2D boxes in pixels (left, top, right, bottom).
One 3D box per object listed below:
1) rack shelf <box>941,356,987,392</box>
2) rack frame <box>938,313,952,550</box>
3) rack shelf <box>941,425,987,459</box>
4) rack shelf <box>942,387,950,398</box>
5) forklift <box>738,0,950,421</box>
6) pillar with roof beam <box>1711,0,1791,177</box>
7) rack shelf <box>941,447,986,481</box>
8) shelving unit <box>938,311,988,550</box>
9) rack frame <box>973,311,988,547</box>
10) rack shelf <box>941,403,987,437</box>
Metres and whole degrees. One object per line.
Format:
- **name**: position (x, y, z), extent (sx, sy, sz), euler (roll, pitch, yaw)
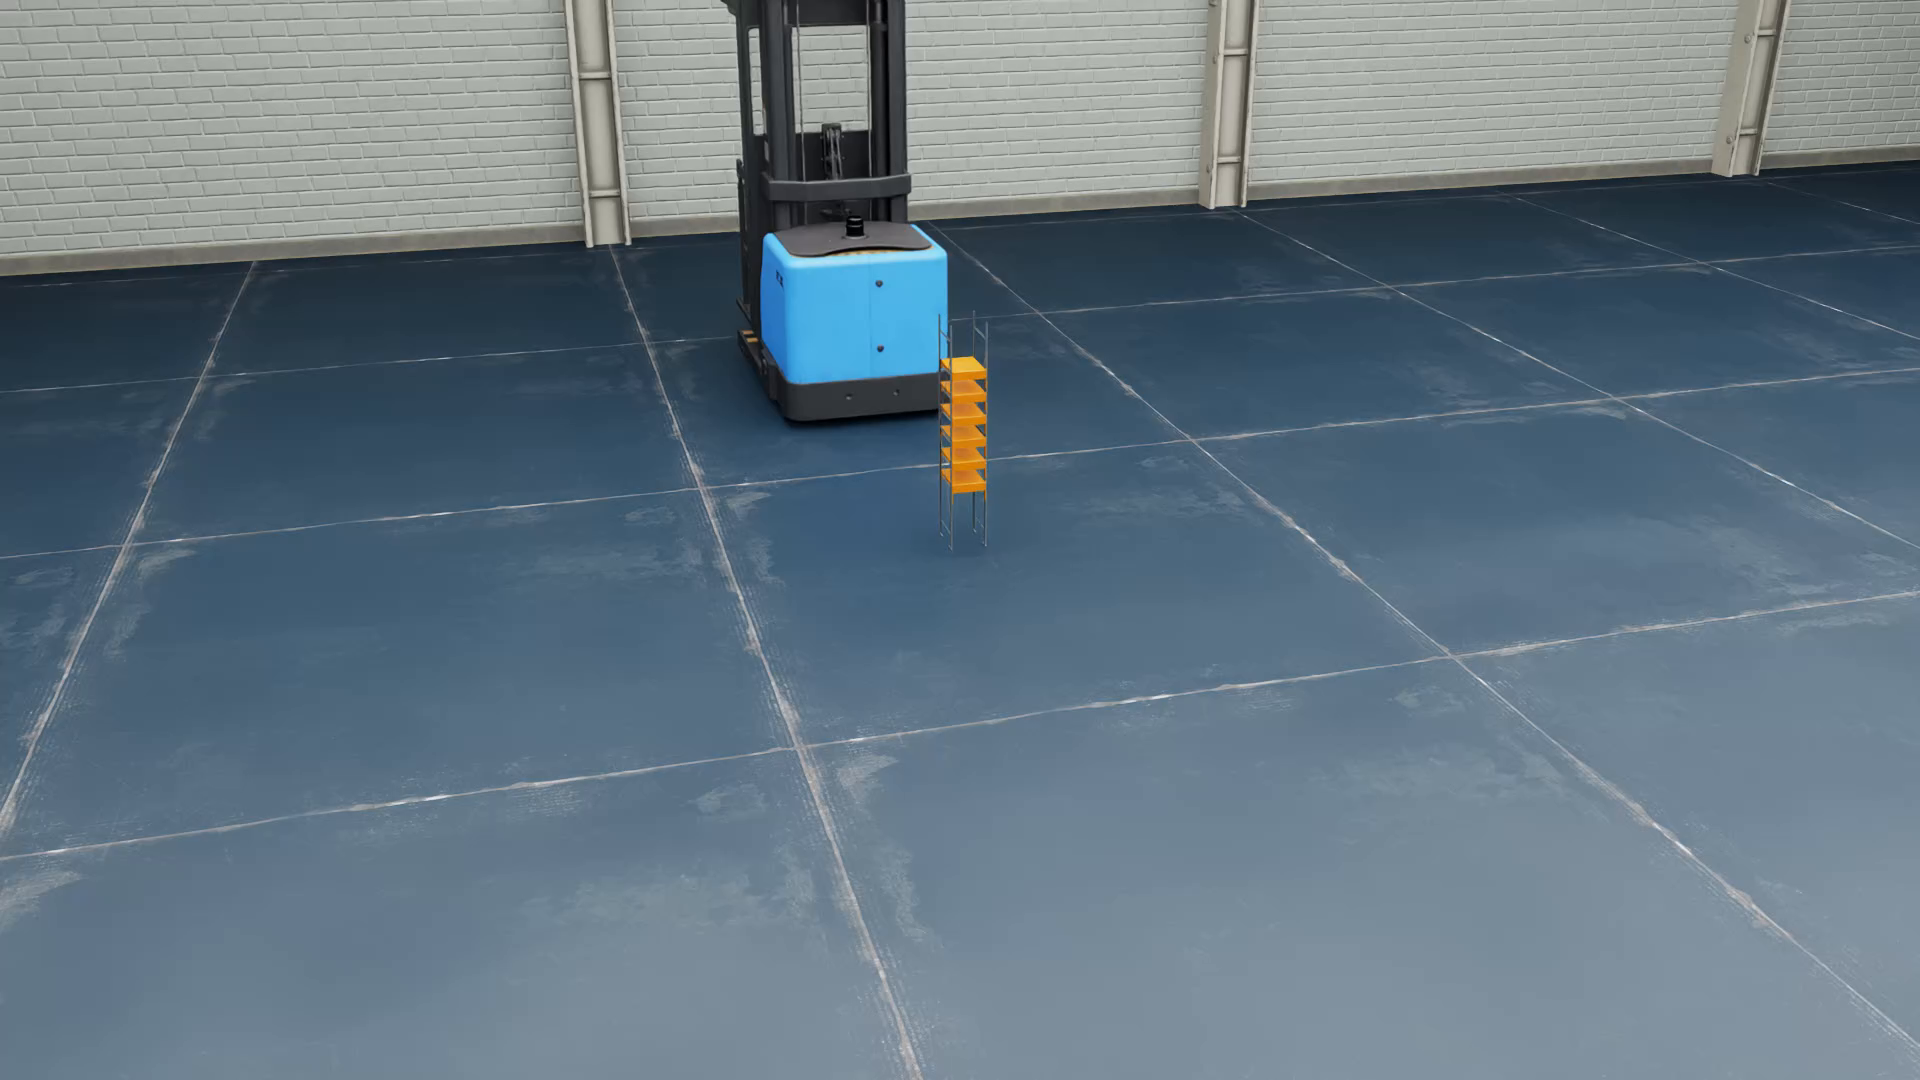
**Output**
- **rack shelf**: position (0.014, -0.843, 8.393), extent (0.180, 0.103, 0.258), euler (-6, 24, -14)
- **rack frame**: position (-0.074, -0.543, 8.494), extent (0.006, 1.200, 0.240), euler (-6, 24, -14)
- **rack shelf**: position (0.014, -0.512, 8.535), extent (0.180, 0.103, 0.258), euler (-6, 24, -14)
- **rack shelf**: position (0.014, -0.751, 8.432), extent (0.166, 0.020, 0.199), euler (-6, 24, -14)
- **forklift**: position (-0.954, -2.636, 11.176), extent (1.130, 2.935, 3.031), euler (-6, 24, -14)
- **pillar with roof beam**: position (9.537, -6.469, 12.413), extent (0.400, 9.000, 9.100), euler (-6, 24, -14)
- **rack shelf**: position (0.014, -0.402, 8.582), extent (0.180, 0.103, 0.258), euler (-6, 24, -14)
- **shelving unit**: position (0.014, -0.553, 8.517), extent (0.189, 1.200, 0.258), euler (-6, 24, -14)
- **rack frame**: position (0.102, -0.563, 8.540), extent (0.006, 1.200, 0.240), euler (-6, 24, -14)
- **rack shelf**: position (0.014, -0.622, 8.487), extent (0.180, 0.103, 0.258), euler (-6, 24, -14)
